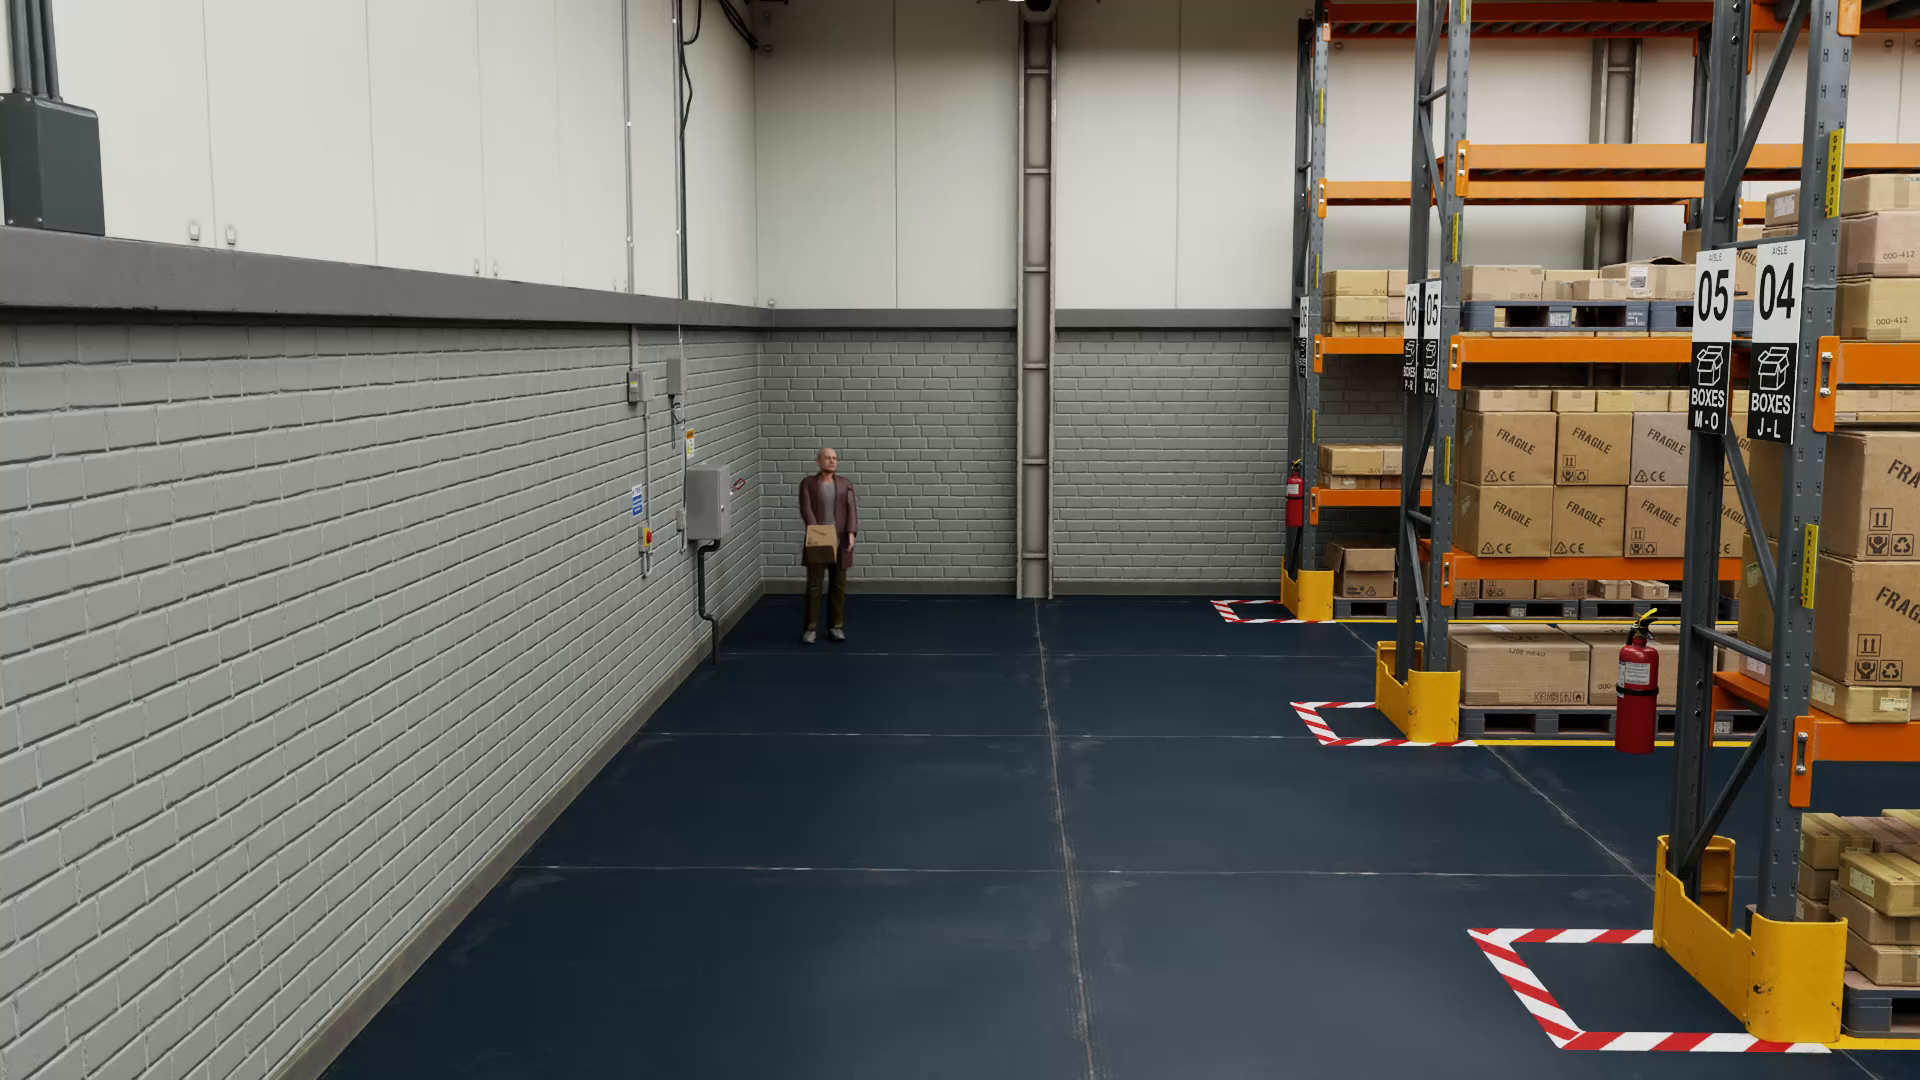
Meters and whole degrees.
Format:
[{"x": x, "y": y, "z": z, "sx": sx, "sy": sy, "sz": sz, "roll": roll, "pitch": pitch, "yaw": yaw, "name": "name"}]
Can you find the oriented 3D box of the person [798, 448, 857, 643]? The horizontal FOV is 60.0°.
[{"x": -1.228, "y": 0.043, "z": 15.437, "sx": 0.604, "sy": 1.780, "sz": 0.510, "roll": -3, "pitch": 8, "yaw": -20, "name": "person"}]
